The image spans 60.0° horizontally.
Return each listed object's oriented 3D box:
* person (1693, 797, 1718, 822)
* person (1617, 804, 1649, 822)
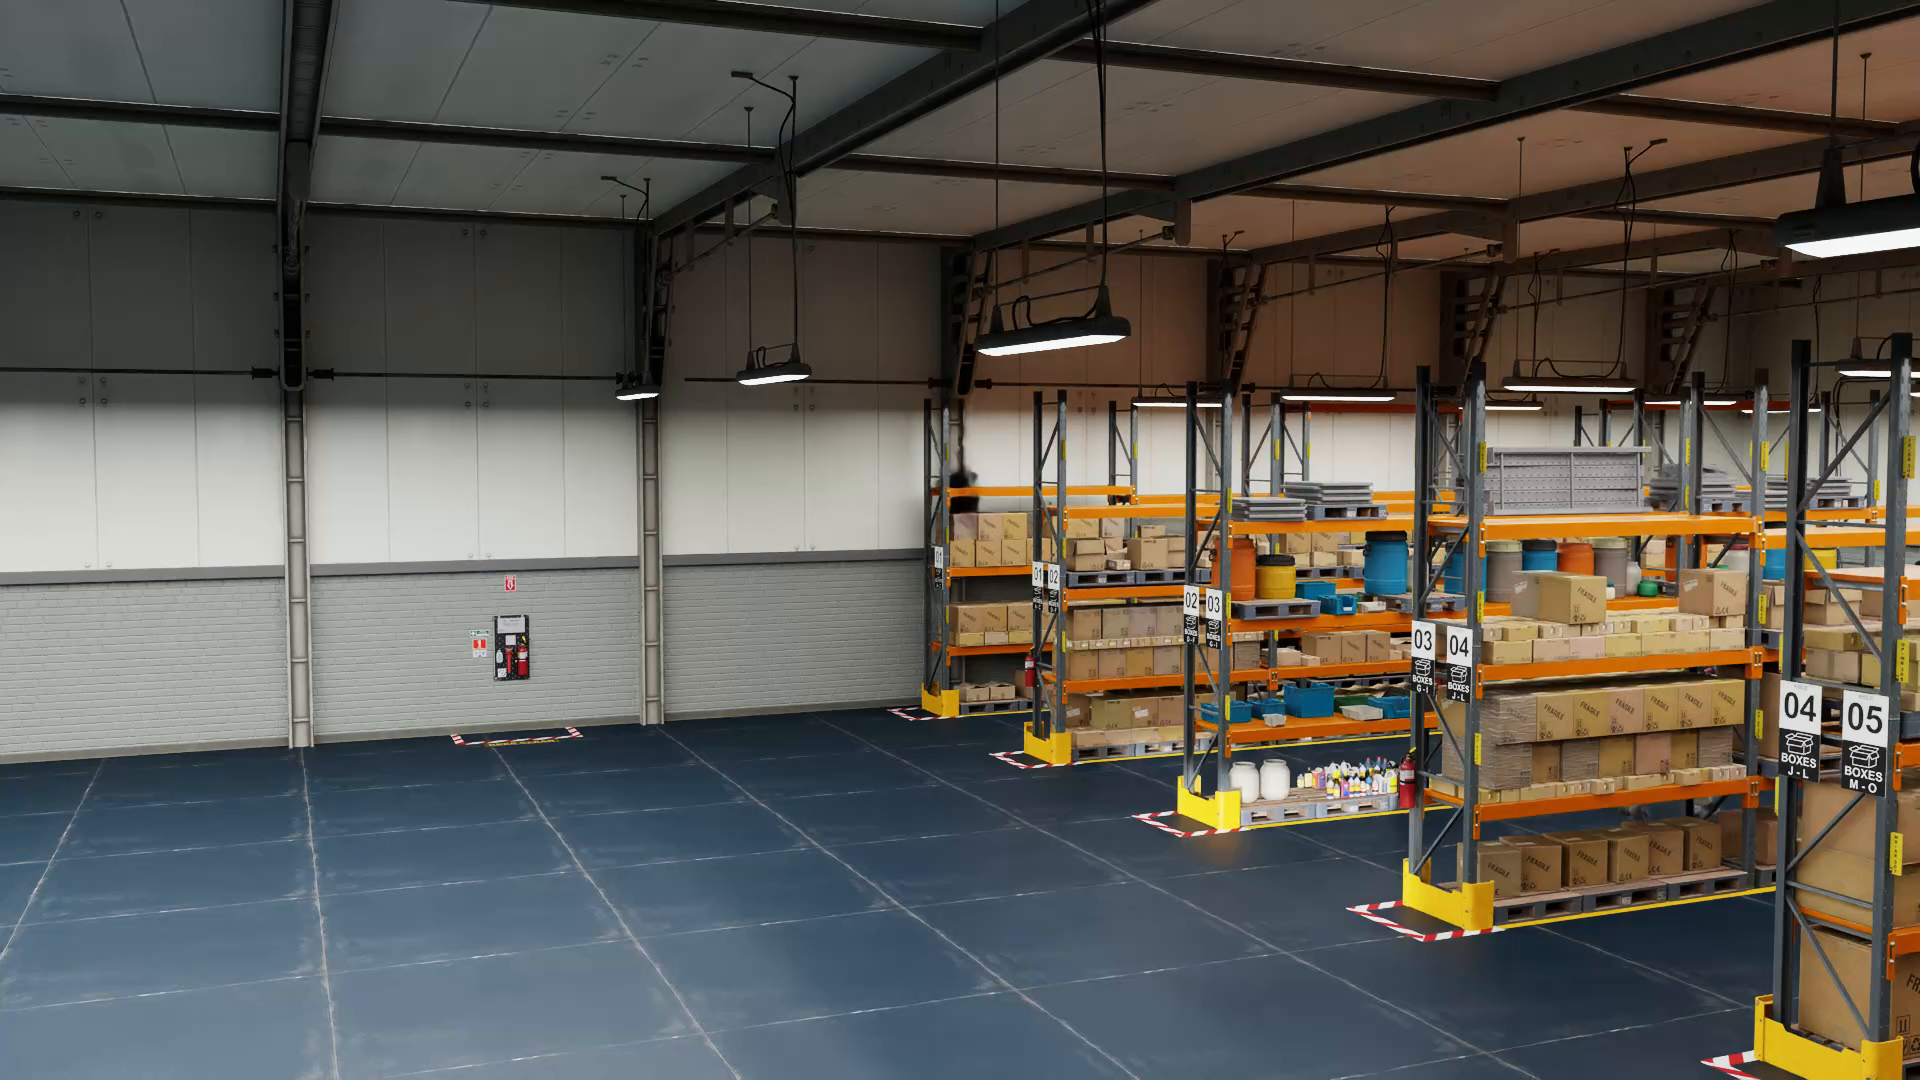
[{"bbox_3d":[9.787,2.969,21.988,0.861,1.825,0.681,-1,4,-23],"label":"person"},{"bbox_3d":[8.723,3.091,21.393,0.556,1.666,0.586,-2,4,-24],"label":"person"}]
